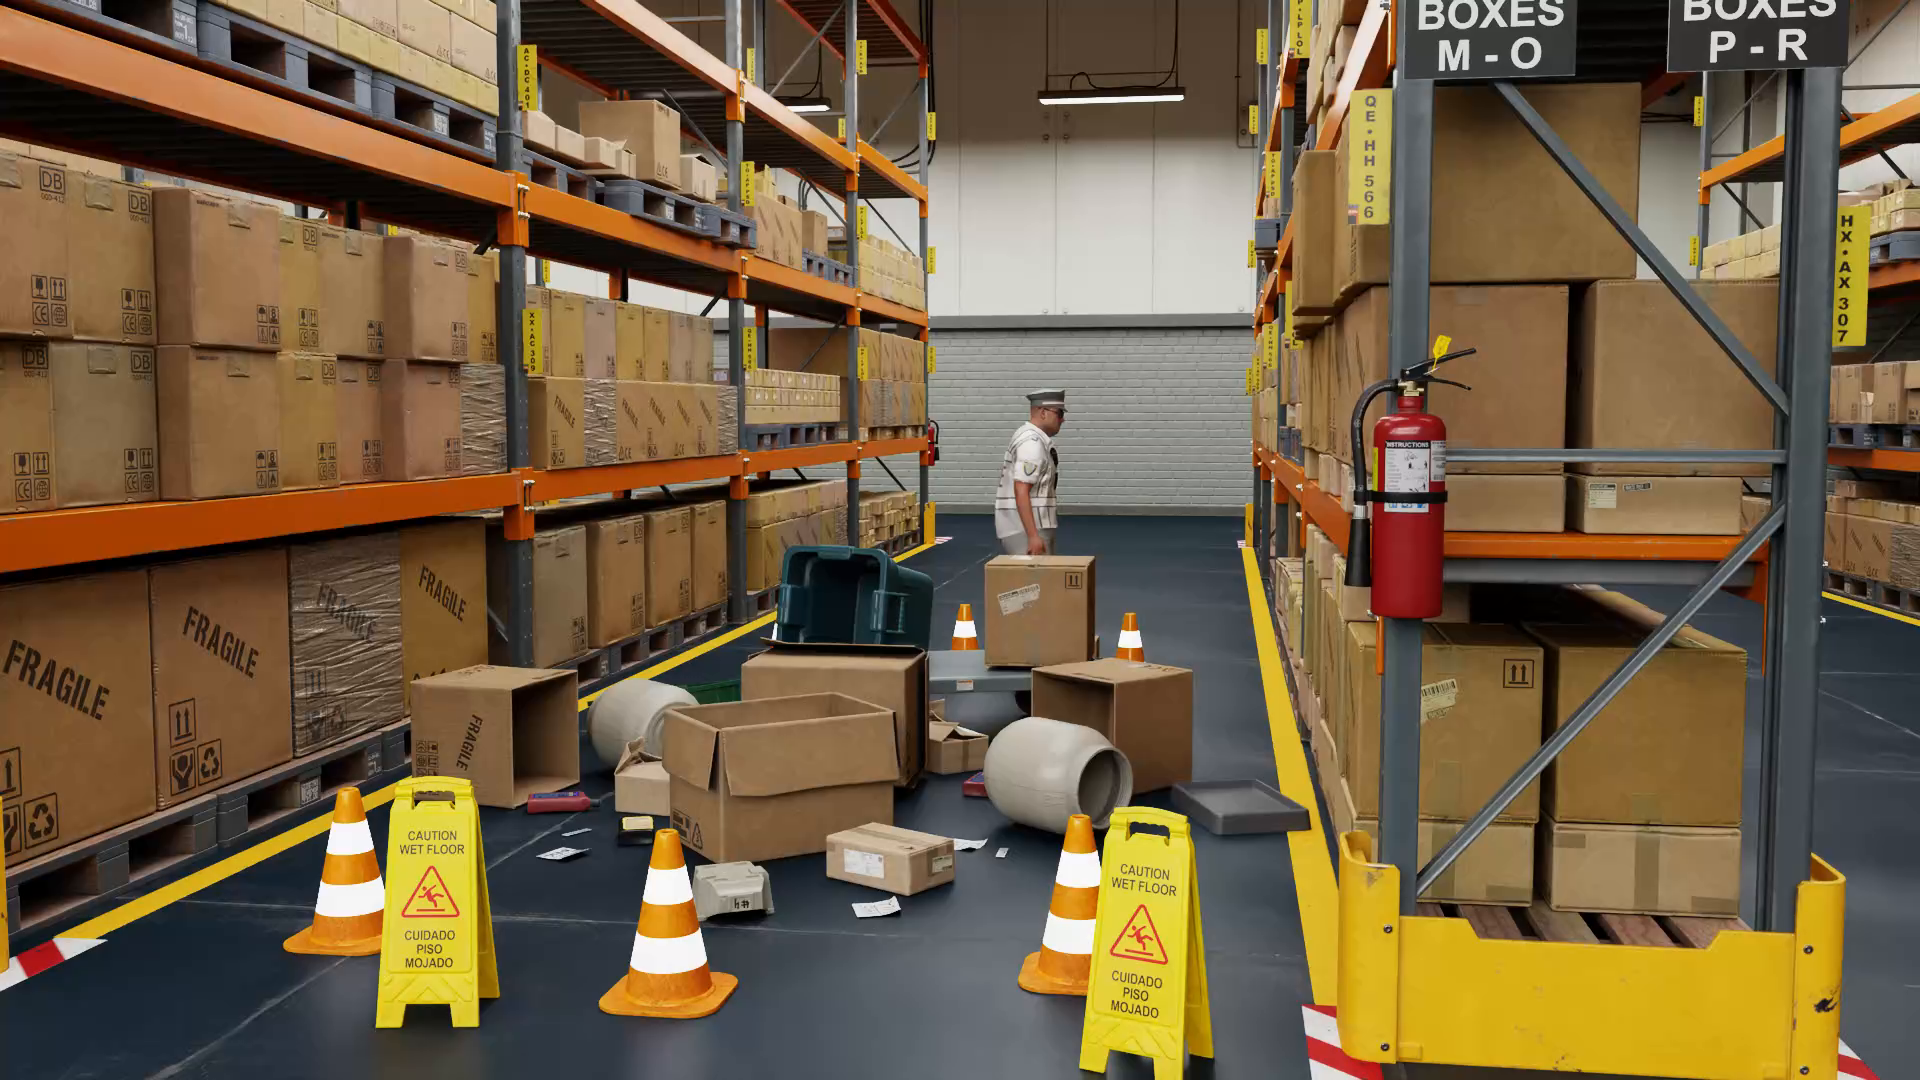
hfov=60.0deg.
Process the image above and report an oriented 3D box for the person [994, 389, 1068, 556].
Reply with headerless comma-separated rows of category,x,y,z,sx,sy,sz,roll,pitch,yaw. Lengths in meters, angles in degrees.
person,0.433,-0.034,10.023,0.437,1.747,0.583,1,4,8
